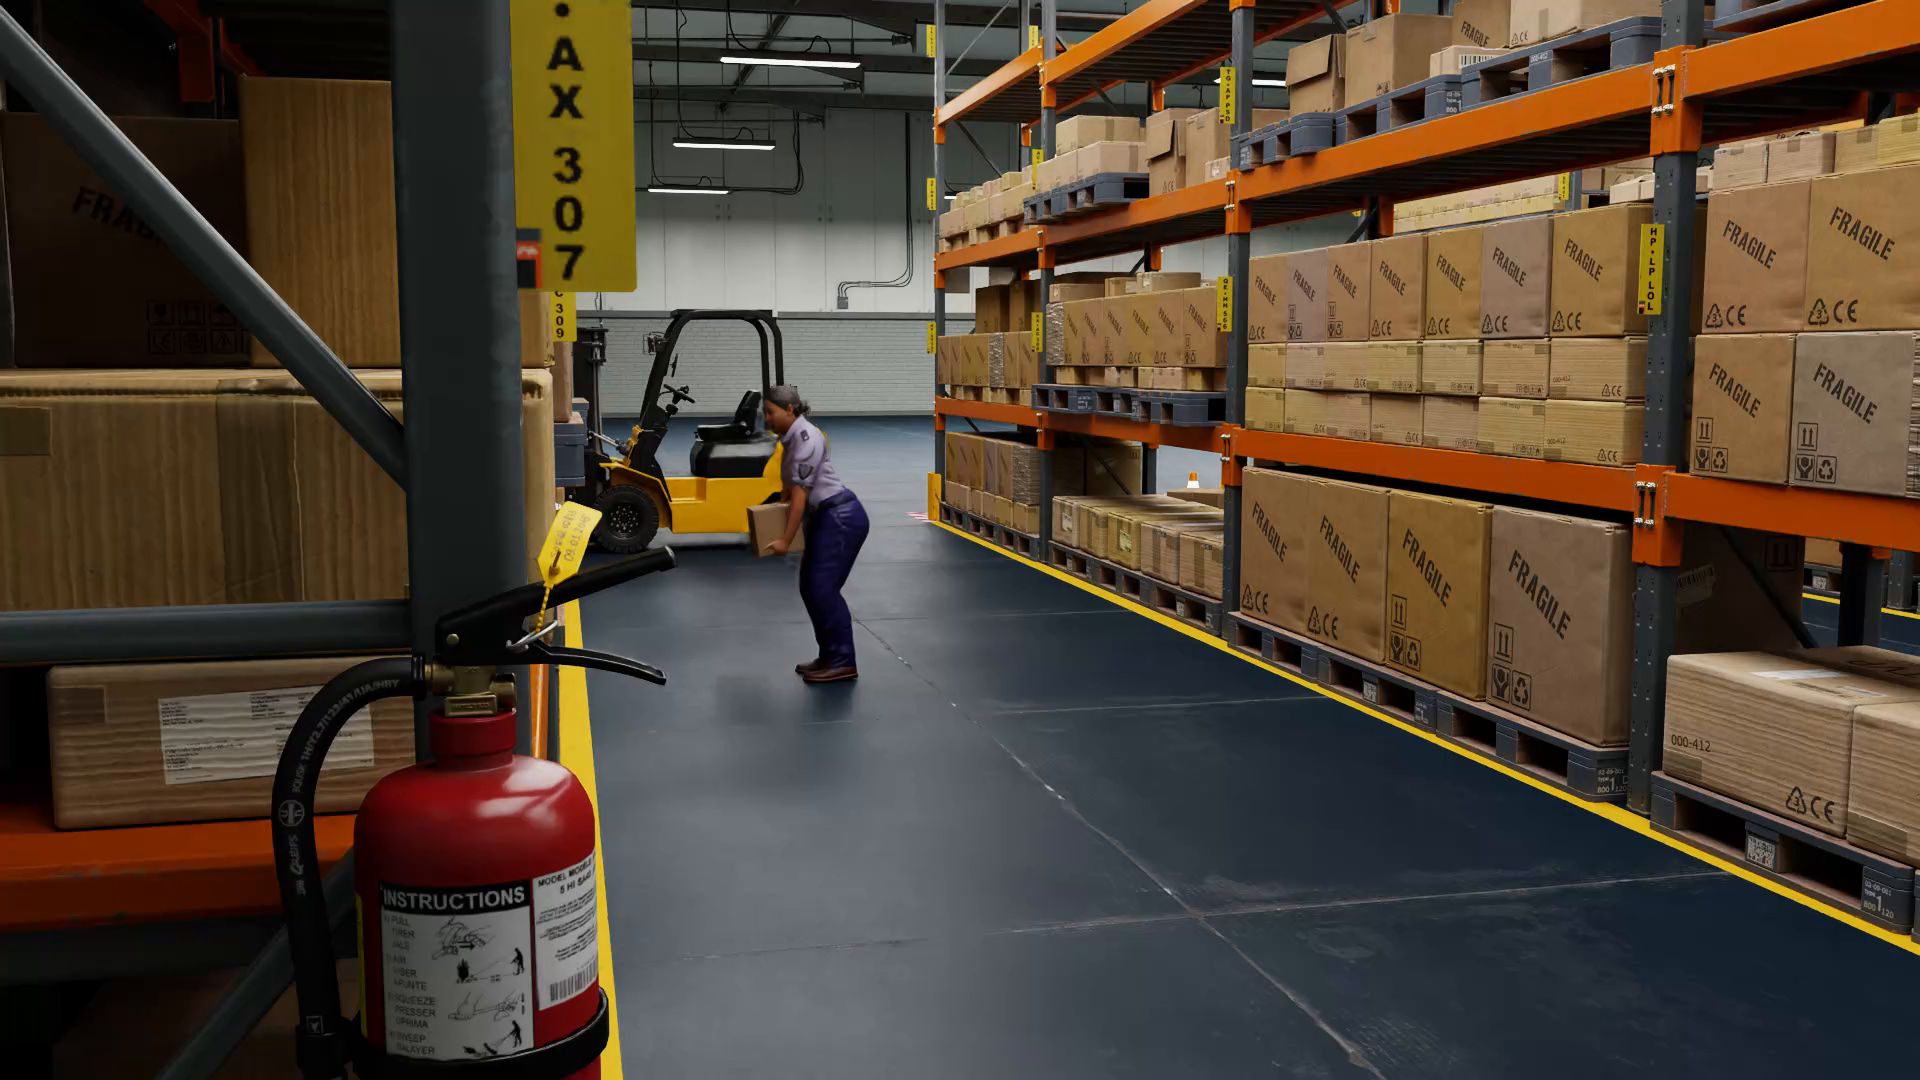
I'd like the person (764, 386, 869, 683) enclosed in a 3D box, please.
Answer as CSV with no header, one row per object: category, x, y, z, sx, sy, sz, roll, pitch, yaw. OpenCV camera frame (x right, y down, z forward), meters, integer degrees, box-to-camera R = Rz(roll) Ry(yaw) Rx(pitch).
person,-0.788,-0.038,8.950,0.577,1.582,0.438,-2,6,-15
